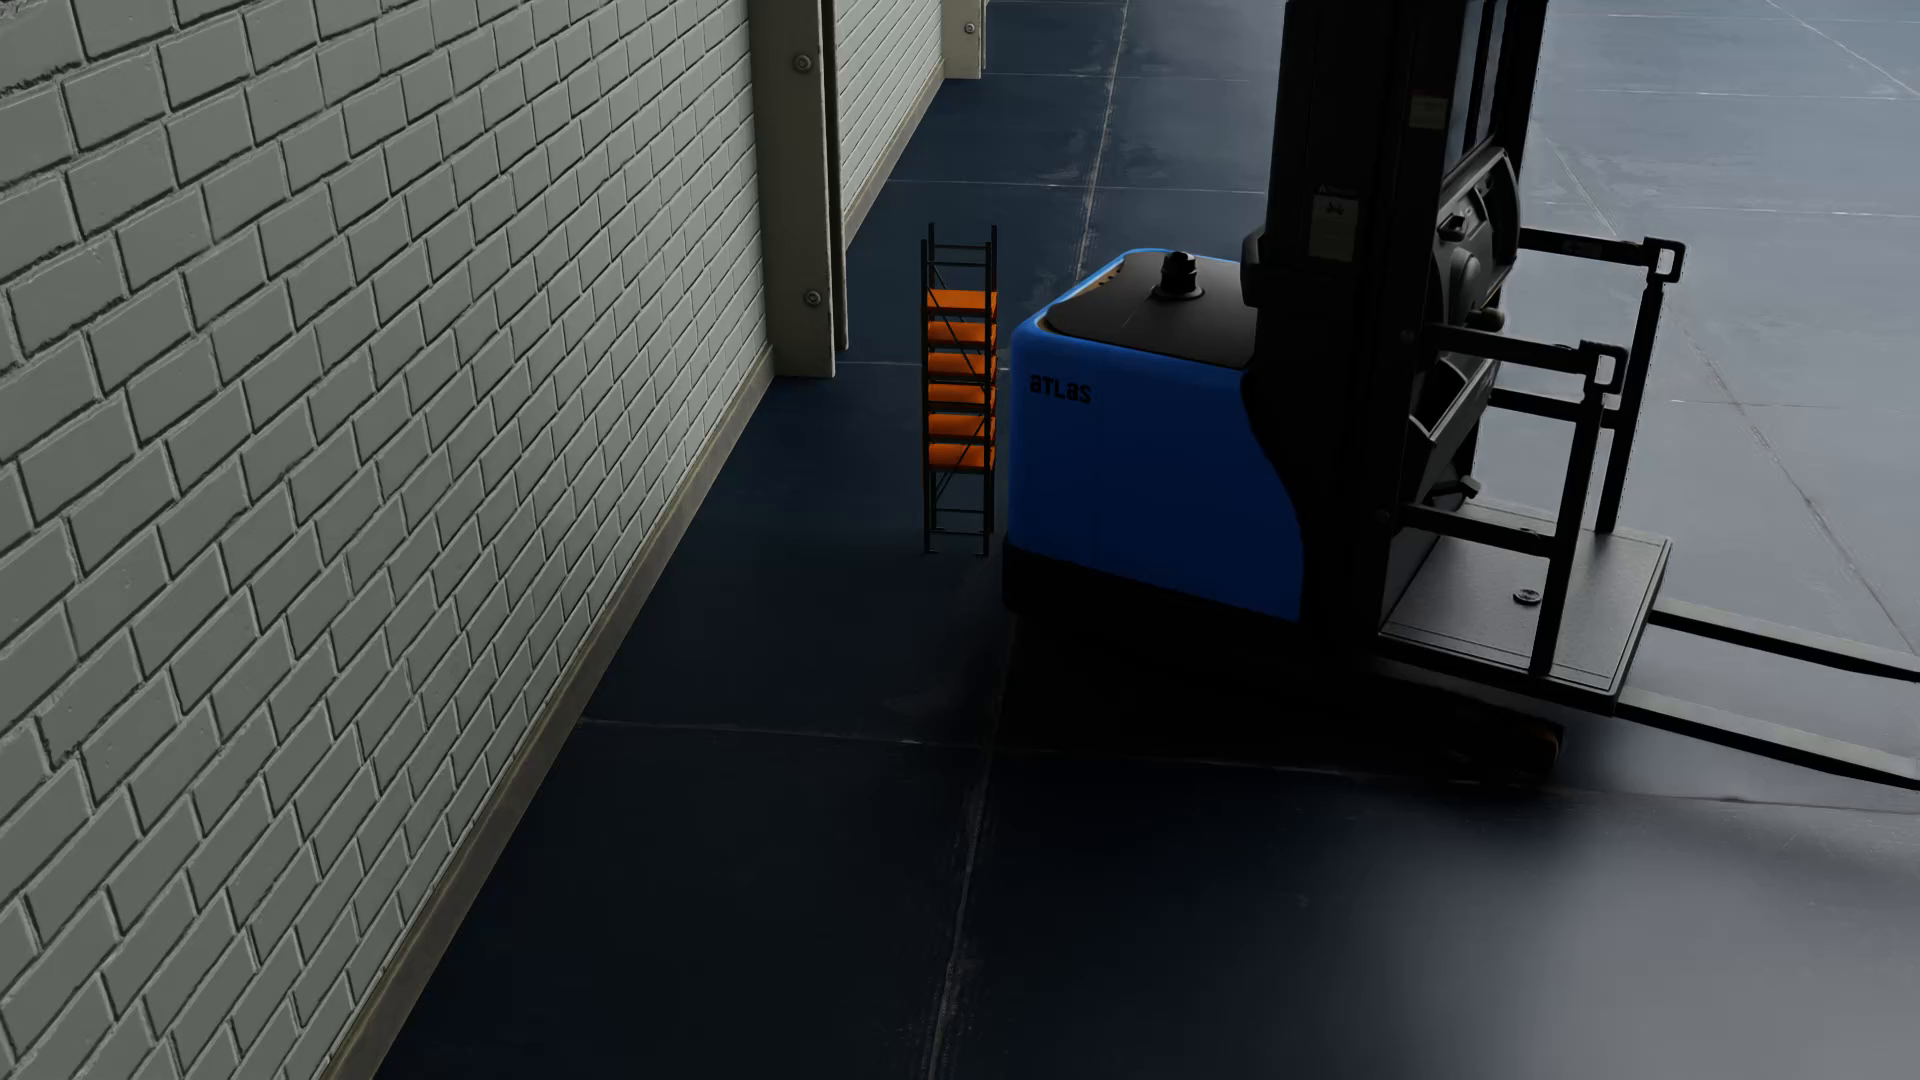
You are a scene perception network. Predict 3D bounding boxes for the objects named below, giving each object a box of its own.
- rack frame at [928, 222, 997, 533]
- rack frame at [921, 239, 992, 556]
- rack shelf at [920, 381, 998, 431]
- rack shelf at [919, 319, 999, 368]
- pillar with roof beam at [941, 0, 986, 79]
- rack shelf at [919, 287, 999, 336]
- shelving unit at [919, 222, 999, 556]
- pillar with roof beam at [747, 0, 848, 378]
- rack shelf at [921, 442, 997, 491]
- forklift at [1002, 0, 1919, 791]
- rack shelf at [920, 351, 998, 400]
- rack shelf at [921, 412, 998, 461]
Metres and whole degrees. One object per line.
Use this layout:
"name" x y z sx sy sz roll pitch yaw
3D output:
"rack frame" 0.009 -0.564 6.033 0.240 1.200 0.006 3 28 6
"rack frame" -0.013 -0.478 5.873 0.240 1.200 0.006 3 28 6
"rack shelf" -0.002 -0.482 5.974 0.258 0.103 0.180 3 28 6
"rack shelf" -0.002 -0.694 5.860 0.258 0.103 0.180 3 28 6
"pillar with roof beam" 4.296 -7.383 10.467 9.100 9.000 0.400 3 28 6
"rack shelf" -0.002 -0.799 5.803 0.258 0.103 0.180 3 28 6
"shelving unit" -0.002 -0.521 5.953 0.258 1.200 0.189 3 28 6
"pillar with roof beam" 3.561 -4.559 5.225 9.100 9.000 0.400 3 28 6
"rack shelf" -0.002 -0.271 6.088 0.258 0.103 0.180 3 28 6
"forklift" 1.685 -0.868 4.771 3.031 2.935 1.130 15 32 25
"rack shelf" -0.002 -0.588 5.917 0.258 0.103 0.180 3 28 6
"rack shelf" -0.002 -0.377 6.031 0.258 0.103 0.180 3 28 6
